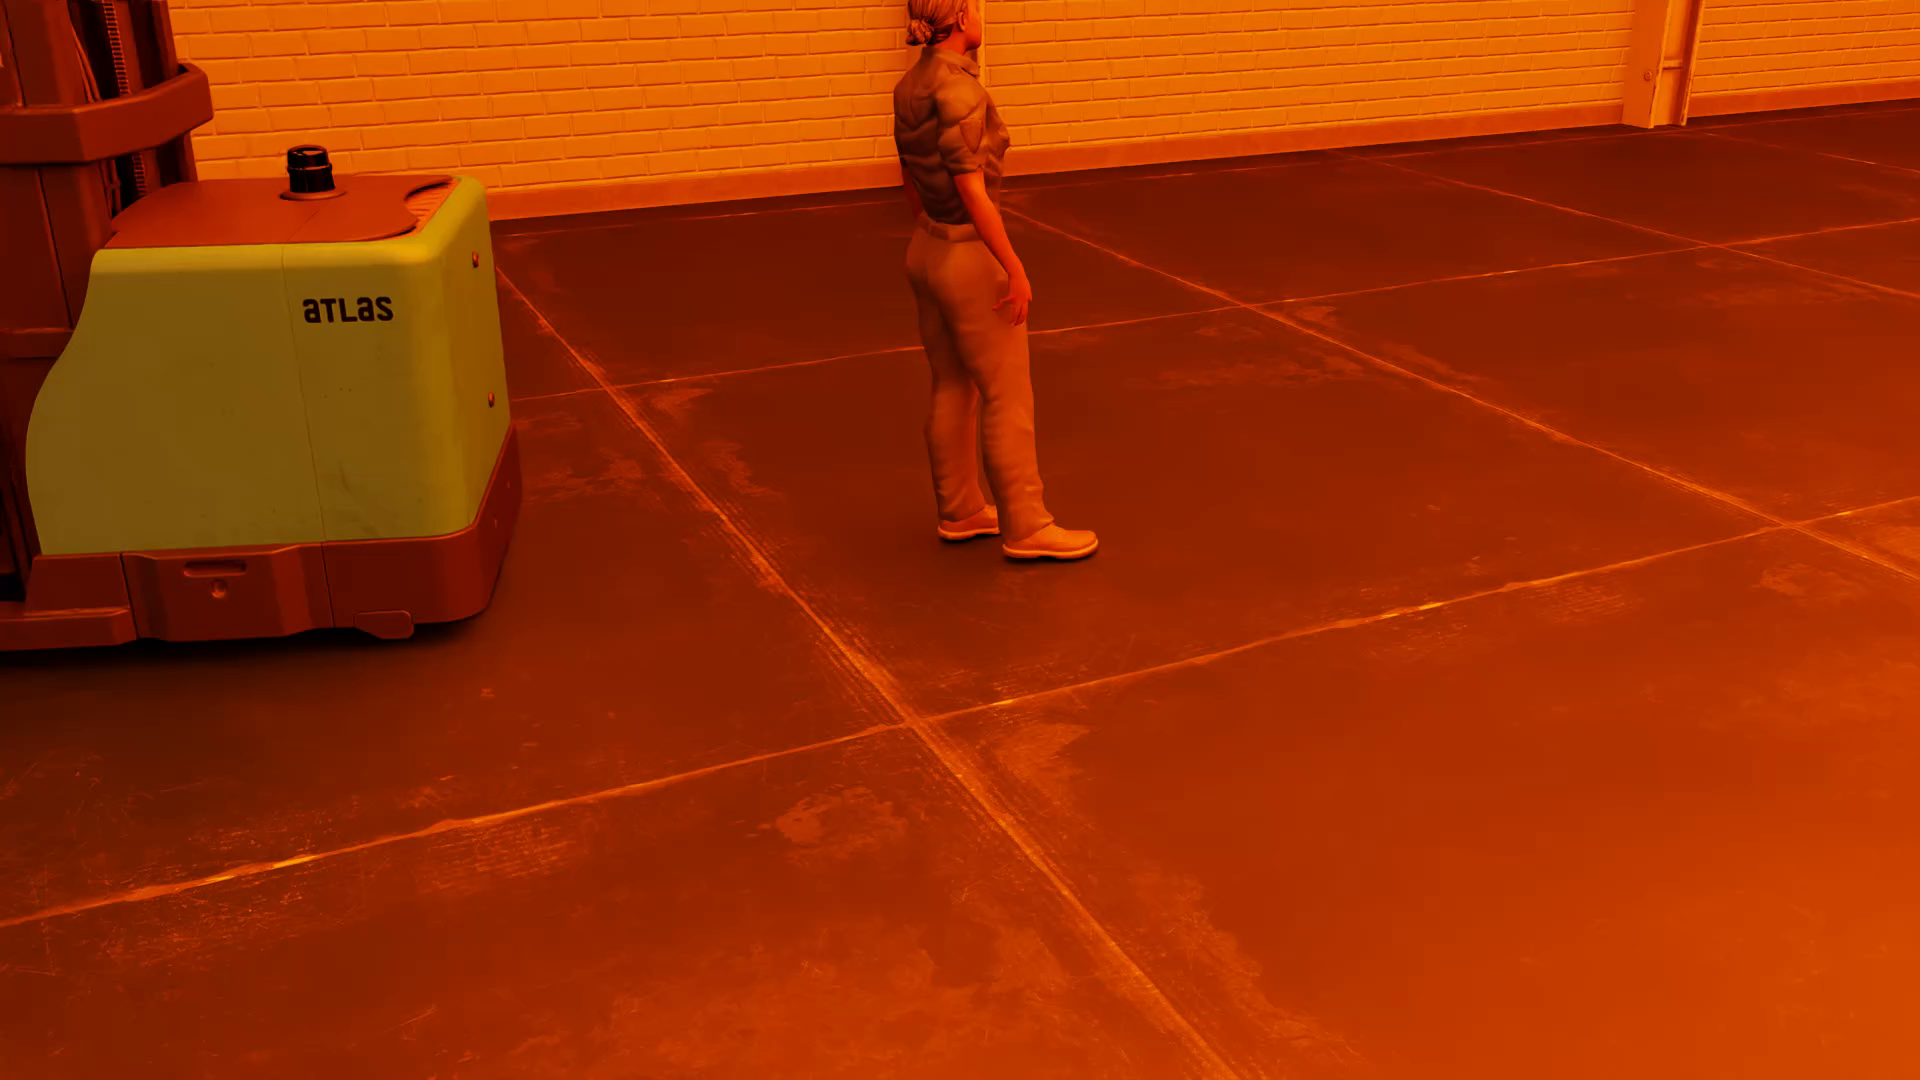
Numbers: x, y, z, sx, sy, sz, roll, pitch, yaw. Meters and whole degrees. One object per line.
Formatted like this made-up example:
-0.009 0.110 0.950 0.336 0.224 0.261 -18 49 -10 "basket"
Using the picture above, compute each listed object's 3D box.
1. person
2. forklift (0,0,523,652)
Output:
0.088 -0.778 4.804 0.503 1.656 0.569 -10 25 -23 "person"
-2.834 -1.198 4.171 3.031 2.935 1.130 -3 23 -7 "forklift"
